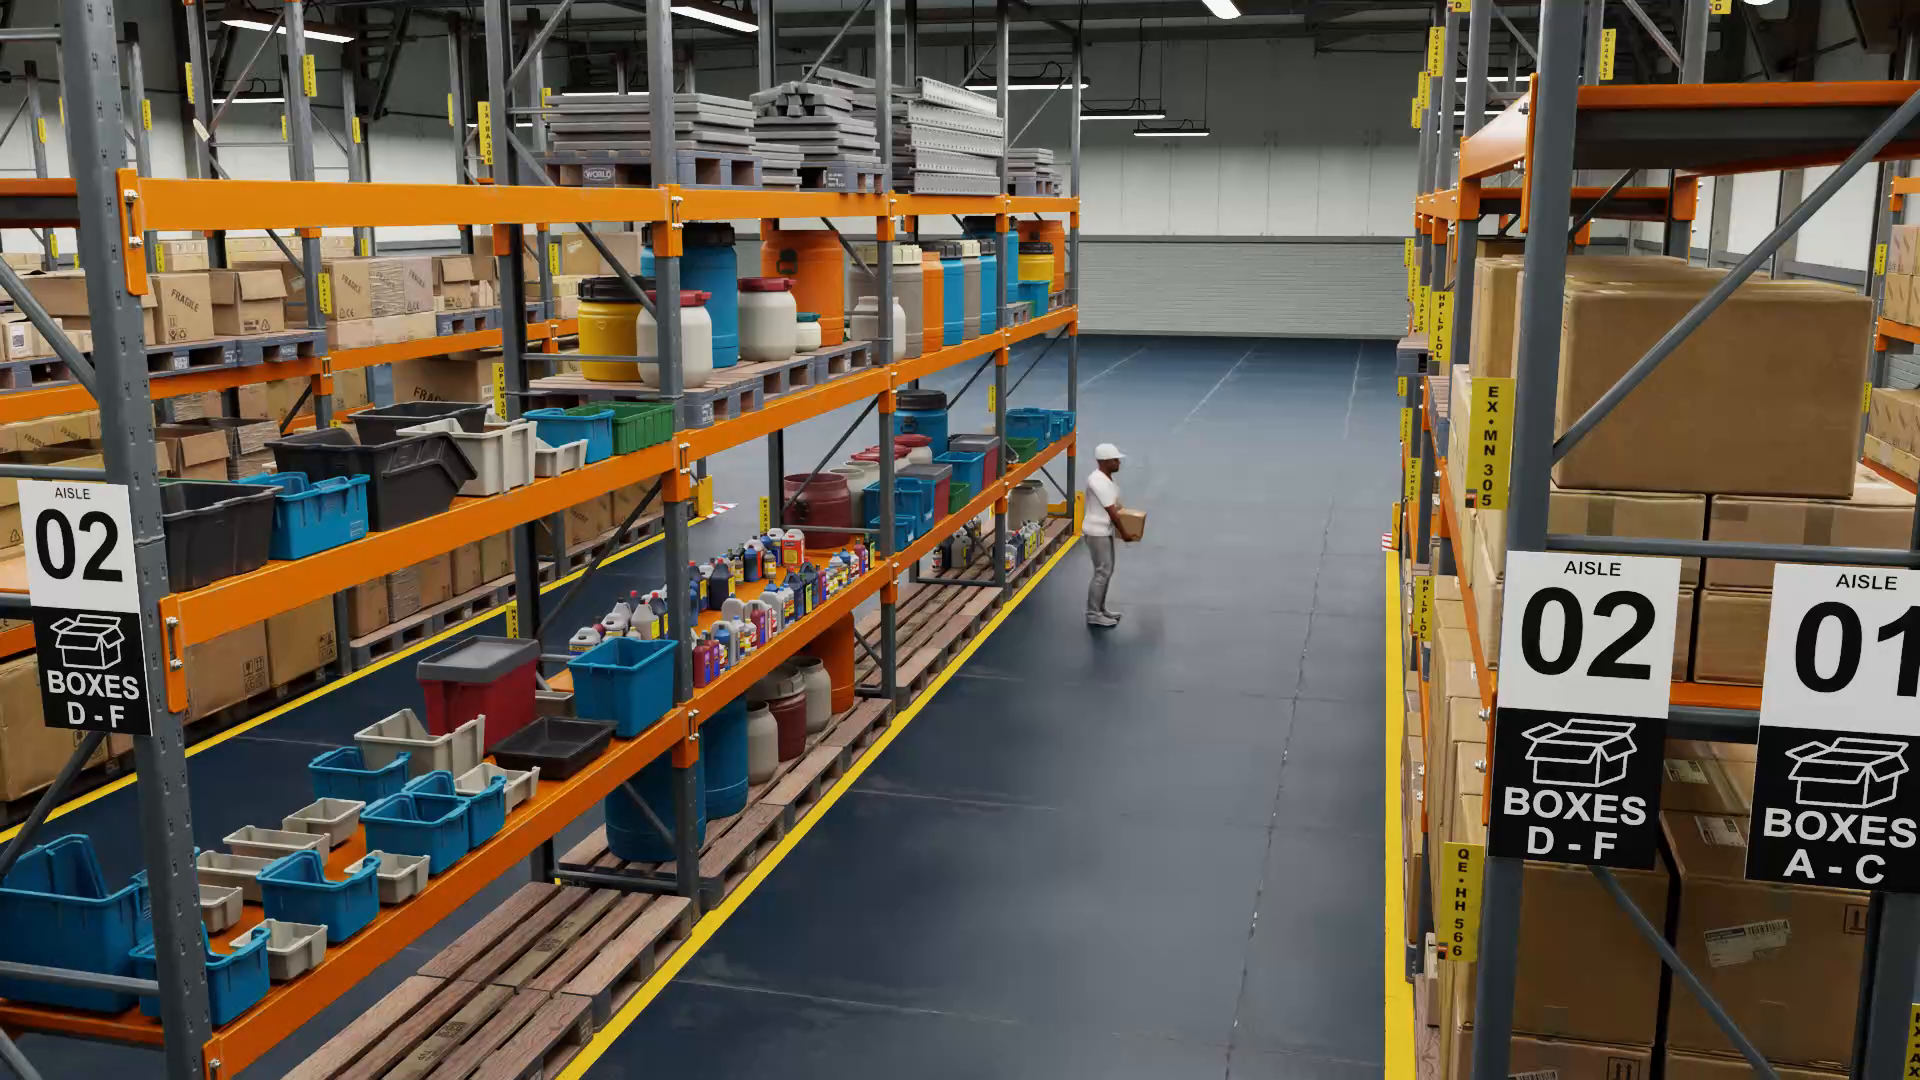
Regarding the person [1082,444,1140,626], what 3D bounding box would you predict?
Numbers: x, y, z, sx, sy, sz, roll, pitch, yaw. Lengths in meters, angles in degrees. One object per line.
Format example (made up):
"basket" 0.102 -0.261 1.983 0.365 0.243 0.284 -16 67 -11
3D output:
"person" 1.481 -0.062 16.200 0.576 1.761 0.505 3 12 13
